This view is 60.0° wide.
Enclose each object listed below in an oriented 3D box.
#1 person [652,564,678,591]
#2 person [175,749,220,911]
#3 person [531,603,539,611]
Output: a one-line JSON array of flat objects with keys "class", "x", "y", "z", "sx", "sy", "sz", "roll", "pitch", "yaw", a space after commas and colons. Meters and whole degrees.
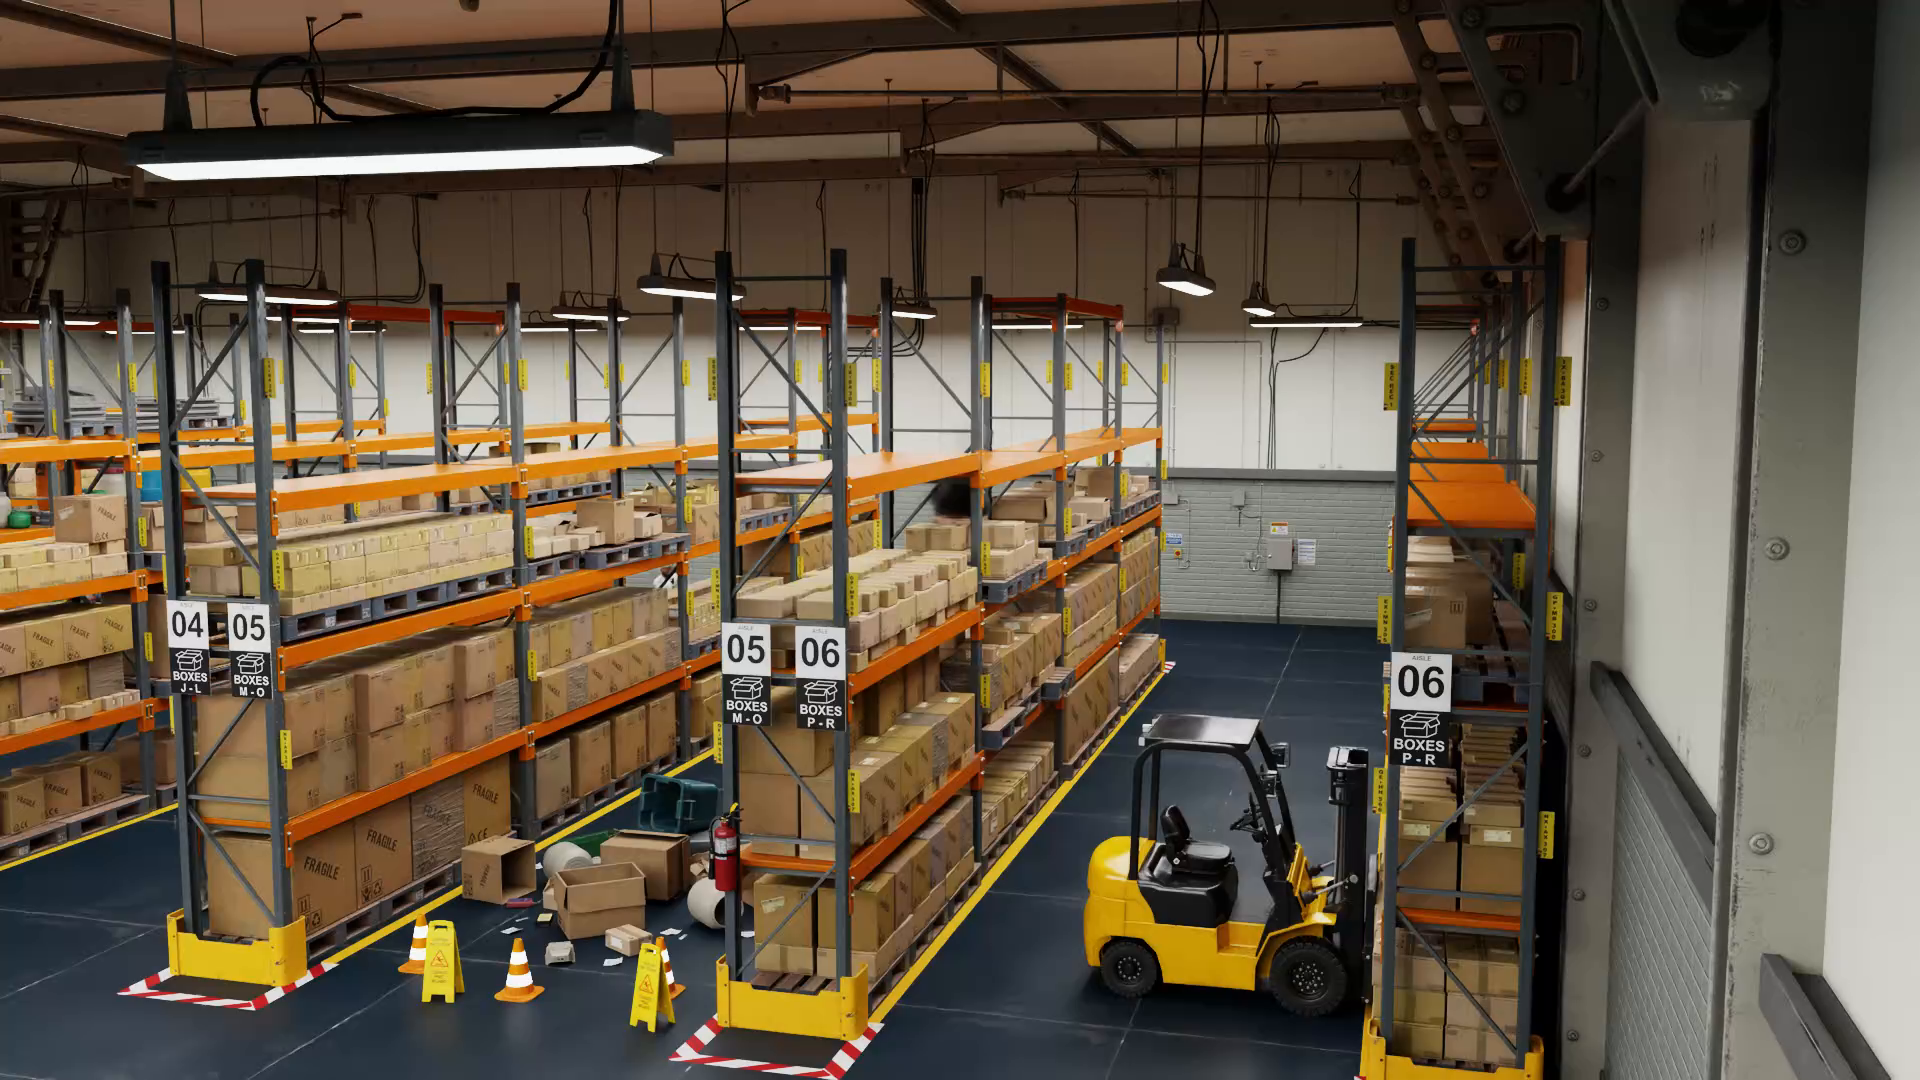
[{"class": "person", "x": -5.209, "y": 1.197, "z": 29.736, "sx": 0.592, "sy": 1.701, "sz": 0.854, "roll": 1, "pitch": 6, "yaw": 5}, {"class": "person", "x": -7.162, "y": 2.721, "z": 15.836, "sx": 0.541, "sy": 1.552, "sz": 0.666, "roll": 1, "pitch": 6, "yaw": 11}, {"class": "person", "x": -6.365, "y": 1.727, "z": 24.814, "sx": 0.531, "sy": 1.594, "sz": 0.883, "roll": 1, "pitch": 6, "yaw": 9}]
